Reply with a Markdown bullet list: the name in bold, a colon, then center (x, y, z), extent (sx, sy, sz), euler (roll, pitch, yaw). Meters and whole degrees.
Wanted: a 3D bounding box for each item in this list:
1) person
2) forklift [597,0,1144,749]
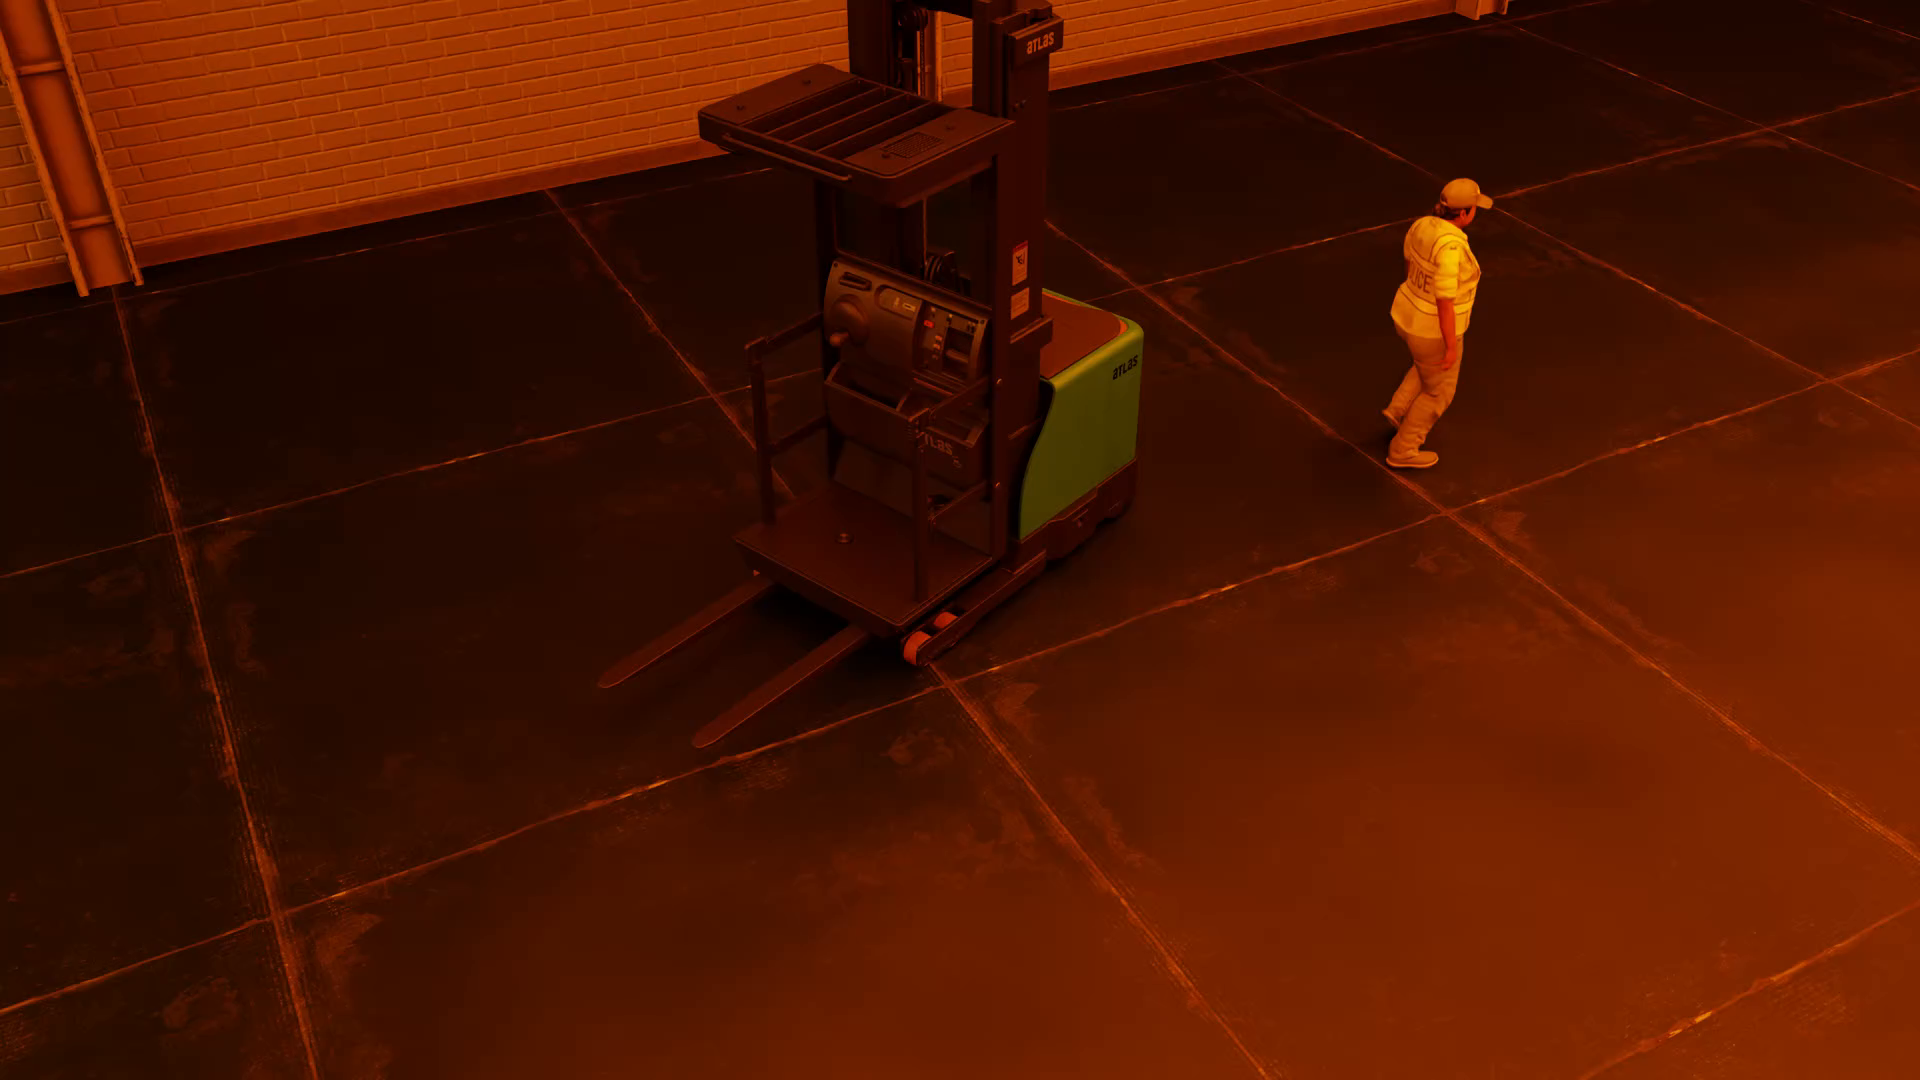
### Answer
- **person**: center (2.557, -1.149, 8.878), extent (0.490, 1.659, 0.592), euler (-7, 36, -9)
- **forklift**: center (-0.390, -0.927, 7.434), extent (1.130, 2.935, 3.031), euler (26, 43, 31)
